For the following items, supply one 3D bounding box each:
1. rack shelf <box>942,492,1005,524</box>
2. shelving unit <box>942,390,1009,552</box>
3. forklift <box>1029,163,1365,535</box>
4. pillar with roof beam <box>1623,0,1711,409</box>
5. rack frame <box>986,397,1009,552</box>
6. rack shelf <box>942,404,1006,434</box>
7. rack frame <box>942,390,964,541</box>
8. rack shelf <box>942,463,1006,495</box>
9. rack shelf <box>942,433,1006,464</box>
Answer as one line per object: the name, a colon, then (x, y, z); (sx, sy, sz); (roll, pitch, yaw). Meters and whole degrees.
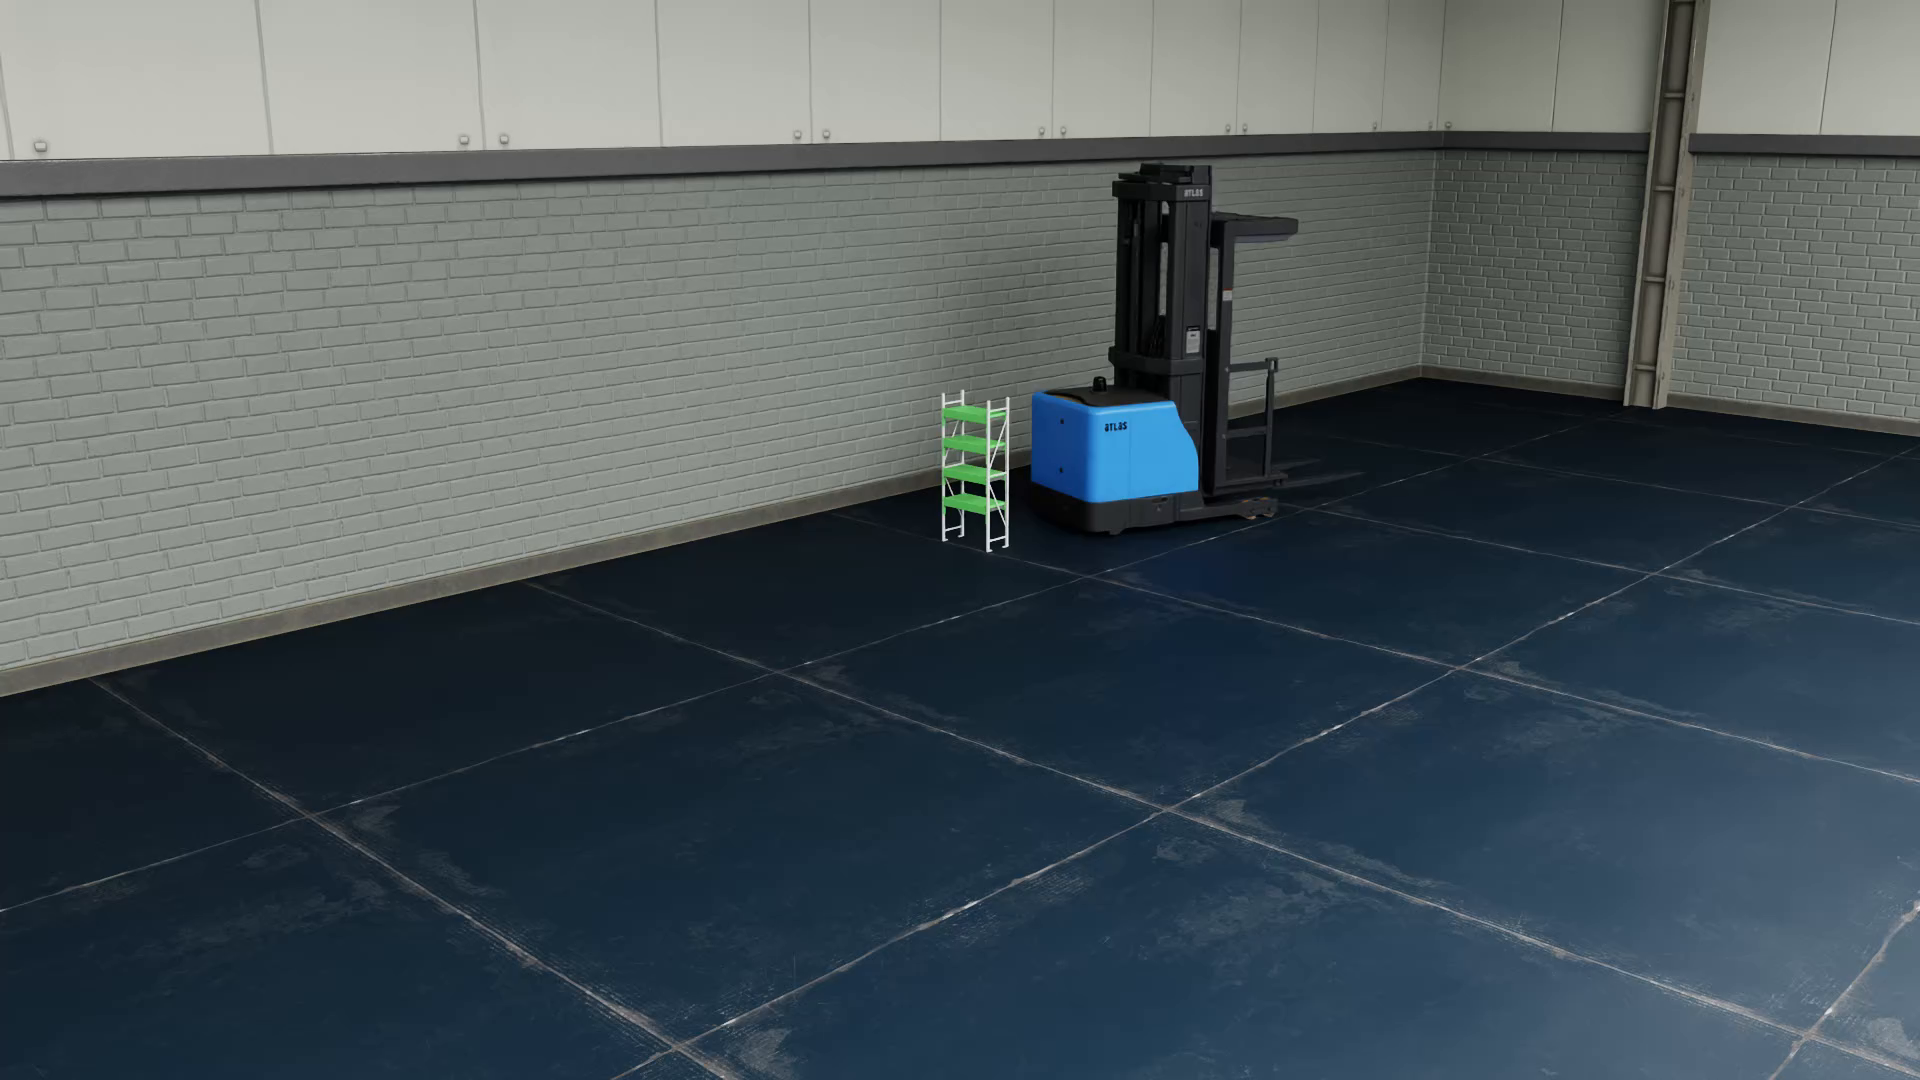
rack shelf: (0.119, -0.258, 13.246); (0.480, 0.148, 0.258); (14, 20, 42)
shelving unit: (0.119, -0.552, 13.170); (0.503, 1.200, 0.258); (14, 20, 42)
forklift: (2.133, -1.699, 14.139); (3.031, 2.935, 1.130); (-8, 16, -27)
pillar with roof beam: (5.032, -5.147, 15.339); (0.400, 9.000, 9.100); (14, 20, 42)
rack frame: (0.295, -0.509, 13.006); (0.015, 1.200, 0.240); (14, 20, 42)
rack shelf: (0.119, -0.954, 13.065); (0.480, 0.148, 0.258); (14, 20, 42)
rack frame: (-0.057, -0.594, 13.333); (0.015, 1.200, 0.240); (14, 20, 42)
rack shelf: (0.119, -0.490, 13.186); (0.480, 0.148, 0.258); (14, 20, 42)
rack shelf: (0.119, -0.722, 13.125); (0.480, 0.148, 0.258); (14, 20, 42)
